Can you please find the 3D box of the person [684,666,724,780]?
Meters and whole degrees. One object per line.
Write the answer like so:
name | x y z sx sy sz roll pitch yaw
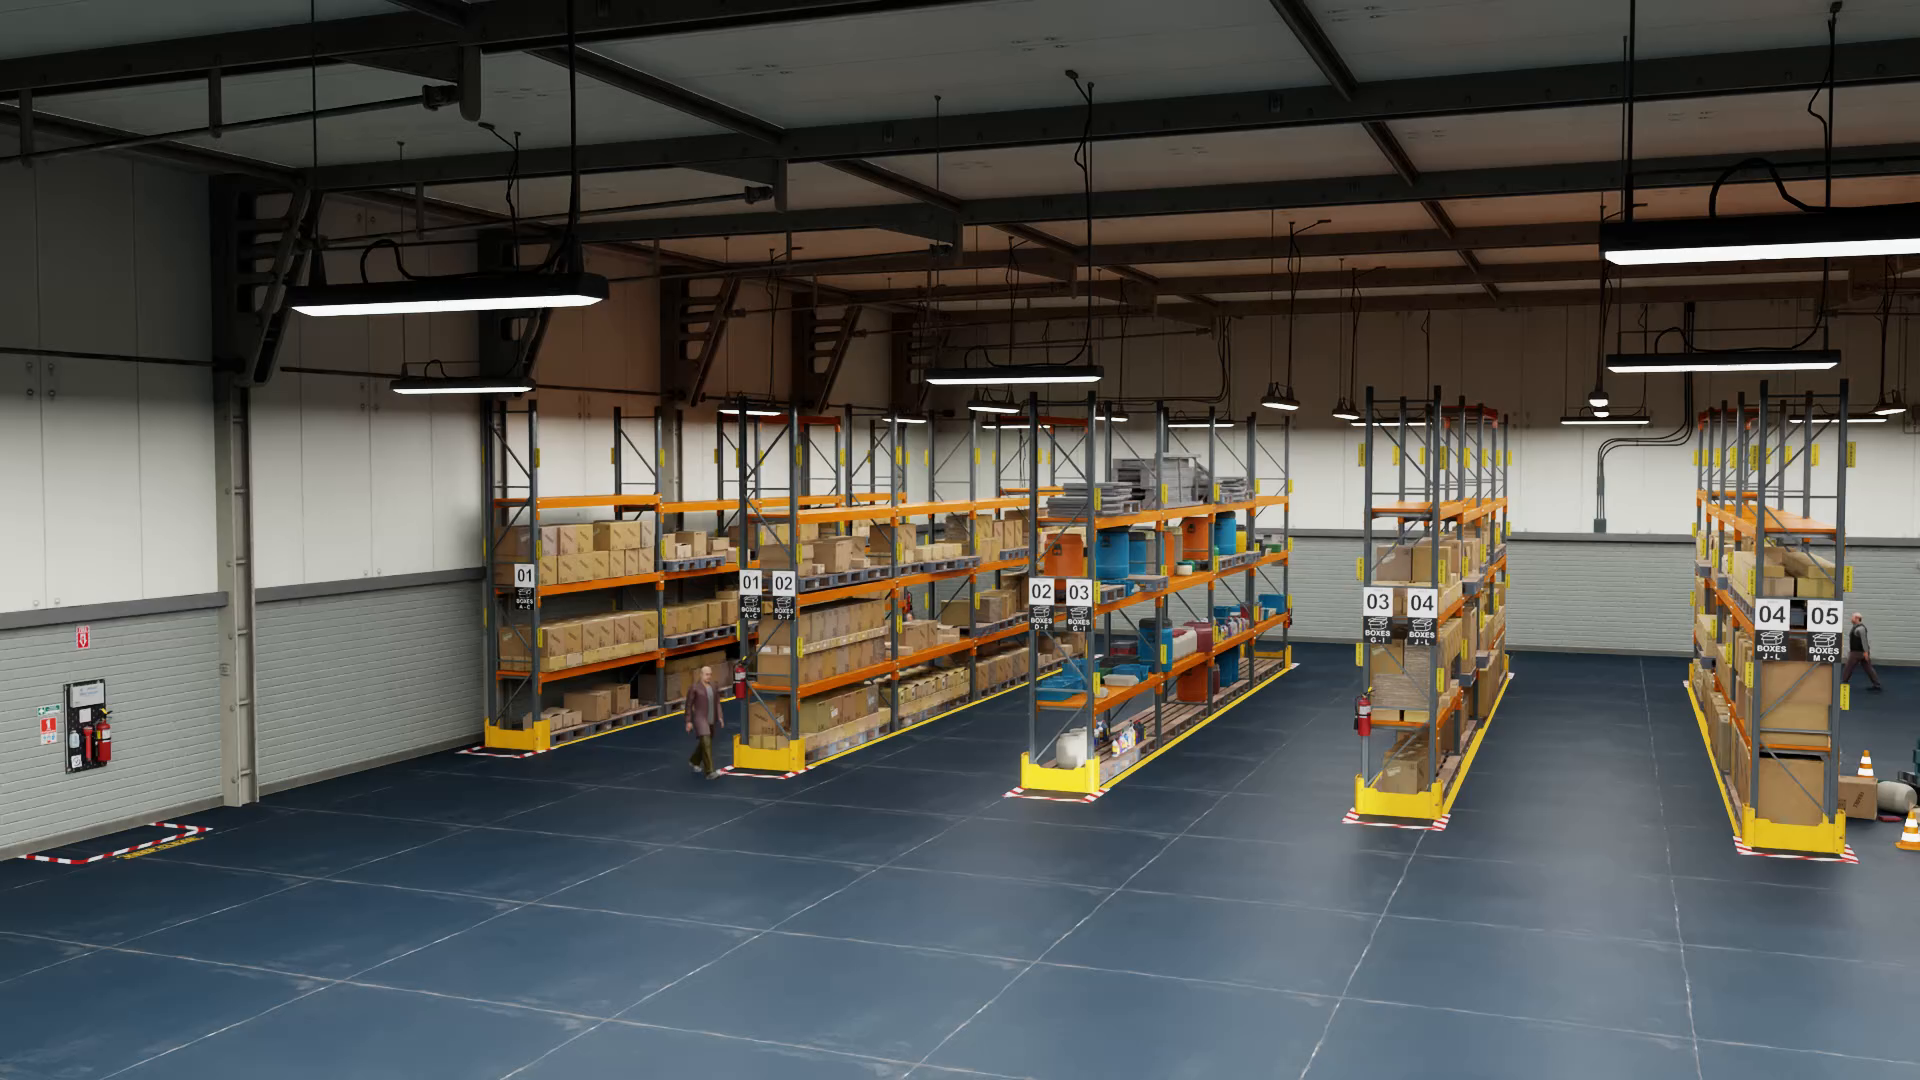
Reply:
person | -4.001 2.853 26.109 1.035 1.754 0.557 2 3 36

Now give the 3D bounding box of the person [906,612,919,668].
person | -1.037 2.386 37.037 0.574 1.587 0.701 2 3 31

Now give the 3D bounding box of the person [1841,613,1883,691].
person | 19.258 2.387 35.709 1.030 1.655 0.522 2 4 40
